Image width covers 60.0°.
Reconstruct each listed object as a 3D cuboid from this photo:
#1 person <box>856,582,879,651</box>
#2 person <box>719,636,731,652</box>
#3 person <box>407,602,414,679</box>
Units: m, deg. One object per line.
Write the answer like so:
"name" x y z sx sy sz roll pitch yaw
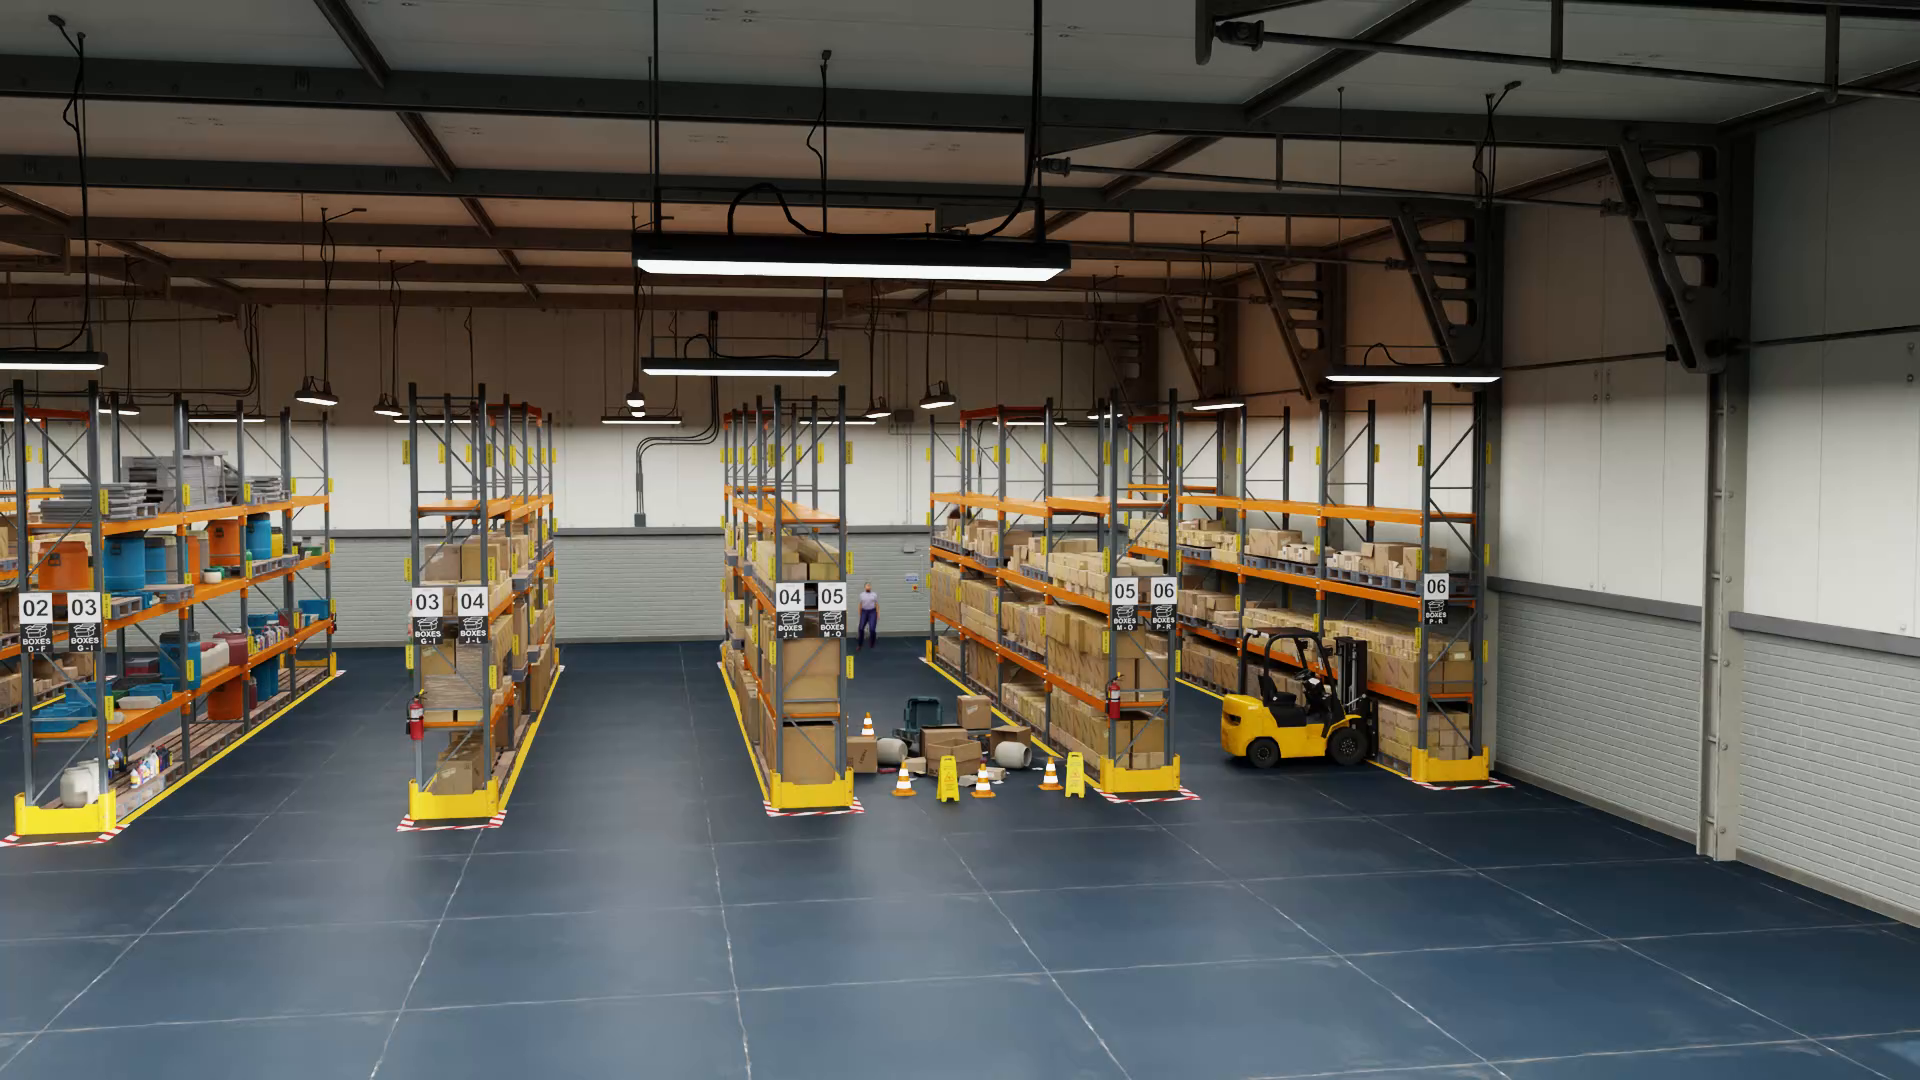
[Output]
"person" -2.290 1.907 41.389 0.580 1.697 0.399 1 3 10
"person" -5.529 2.017 41.079 0.920 1.700 0.560 2 4 39
"person" -12.203 2.208 37.457 0.485 1.800 0.587 2 3 31
